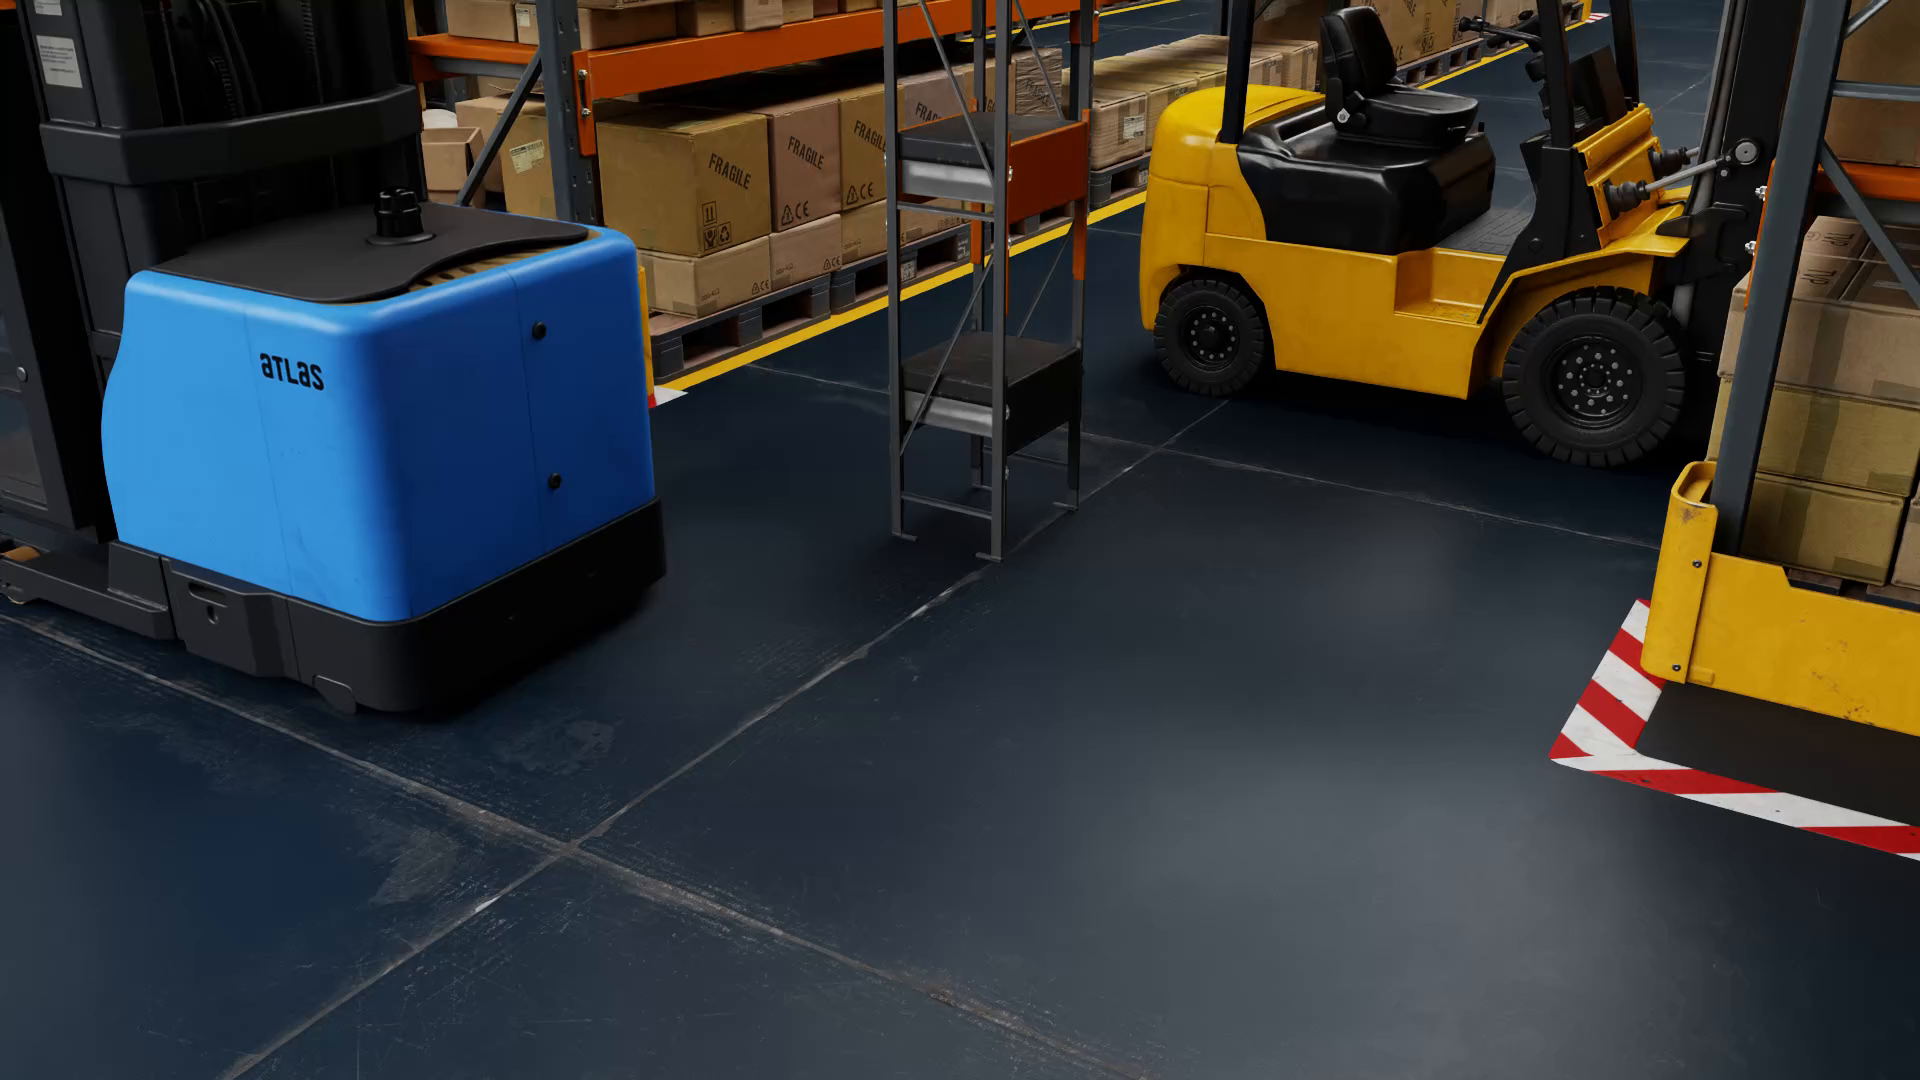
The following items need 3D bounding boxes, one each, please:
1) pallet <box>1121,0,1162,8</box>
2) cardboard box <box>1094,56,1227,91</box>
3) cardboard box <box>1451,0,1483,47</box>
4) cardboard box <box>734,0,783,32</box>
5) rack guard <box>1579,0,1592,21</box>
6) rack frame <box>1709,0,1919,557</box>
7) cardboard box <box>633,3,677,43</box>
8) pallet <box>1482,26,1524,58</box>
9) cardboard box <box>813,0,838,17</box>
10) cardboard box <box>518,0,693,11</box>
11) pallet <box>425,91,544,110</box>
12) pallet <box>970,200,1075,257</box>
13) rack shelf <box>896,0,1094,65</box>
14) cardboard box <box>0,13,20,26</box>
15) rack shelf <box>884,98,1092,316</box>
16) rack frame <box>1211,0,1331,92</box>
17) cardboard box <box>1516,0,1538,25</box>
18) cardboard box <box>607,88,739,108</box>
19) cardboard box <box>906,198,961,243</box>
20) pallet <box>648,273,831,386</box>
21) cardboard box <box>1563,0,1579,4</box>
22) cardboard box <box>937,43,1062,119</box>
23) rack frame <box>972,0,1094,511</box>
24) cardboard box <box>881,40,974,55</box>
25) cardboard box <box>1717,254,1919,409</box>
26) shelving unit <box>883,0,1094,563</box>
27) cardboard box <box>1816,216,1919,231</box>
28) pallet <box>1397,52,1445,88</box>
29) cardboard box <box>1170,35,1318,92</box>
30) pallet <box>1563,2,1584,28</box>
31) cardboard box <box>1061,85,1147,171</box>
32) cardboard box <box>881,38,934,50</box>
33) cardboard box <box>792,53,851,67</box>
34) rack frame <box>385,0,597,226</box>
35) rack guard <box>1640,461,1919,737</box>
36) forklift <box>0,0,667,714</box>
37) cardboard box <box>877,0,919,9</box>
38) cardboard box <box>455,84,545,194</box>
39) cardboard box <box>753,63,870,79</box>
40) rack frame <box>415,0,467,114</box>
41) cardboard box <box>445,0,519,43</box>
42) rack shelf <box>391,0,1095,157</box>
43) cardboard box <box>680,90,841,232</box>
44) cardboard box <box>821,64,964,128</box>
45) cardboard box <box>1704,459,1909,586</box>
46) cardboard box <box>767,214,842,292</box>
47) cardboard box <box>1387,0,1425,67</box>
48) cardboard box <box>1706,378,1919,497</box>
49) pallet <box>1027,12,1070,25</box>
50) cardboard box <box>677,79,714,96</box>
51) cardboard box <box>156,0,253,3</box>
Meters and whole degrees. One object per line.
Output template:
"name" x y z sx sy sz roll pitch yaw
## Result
"pallet" 1.866 -6.839 20.781 1.003 0.211 1.213 14 27 29
"cardboard box" 1.310 -3.000 11.184 0.950 0.372 0.625 15 28 31
"cardboard box" 4.254 -5.049 15.284 0.875 0.875 0.875 15 27 31
"cardboard box" -0.959 -2.200 6.873 0.380 0.149 0.250 14 27 30
"rack guard" 6.636 -6.269 19.101 1.175 0.500 0.348 14 27 29
"rack frame" 2.402 -0.968 3.711 1.000 3.000 0.127 14 27 29
"cardboard box" -1.340 -2.052 6.530 0.380 0.149 0.250 14 27 30
"pallet" 4.981 -5.018 16.576 1.003 0.211 1.213 14 27 29
"cardboard box" -0.762 -2.396 7.326 0.380 0.149 0.250 15 28 31
"cardboard box" -1.331 -2.292 6.267 0.500 0.500 0.500 13 27 28
"pallet" -3.622 -3.357 12.739 1.003 0.211 1.213 14 27 29
"pallet" -0.031 -1.844 9.243 1.003 0.211 1.213 14 27 29
"rack shelf" 0.087 -1.649 4.689 0.431 0.518 0.480 14 27 29
"cardboard box" -5.774 -2.471 9.328 0.875 0.875 0.875 14 27 29
"rack shelf" 0.087 -1.007 4.967 0.431 0.518 0.480 14 27 29
"rack frame" 2.403 -4.707 12.348 1.000 3.000 0.127 14 27 29
"cardboard box" 5.407 -5.566 17.028 0.875 0.438 0.875 13 27 27
"cardboard box" -1.343 -1.784 7.585 0.500 0.500 0.500 15 28 31
"cardboard box" -0.335 -1.680 8.287 0.500 0.250 0.500 14 27 30
"pallet" -1.318 -1.020 7.341 1.003 0.211 1.213 14 27 29
"cardboard box" 6.360 -6.181 18.448 0.875 0.438 0.875 13 27 27
"cardboard box" 0.209 -2.377 8.953 0.500 0.500 0.500 13 27 28
"rack frame" 0.216 -1.102 5.152 0.400 2.100 0.015 14 27 29
"cardboard box" -0.247 -2.490 9.214 0.500 0.500 0.500 15 28 31
"cardboard box" 2.380 -0.579 4.486 0.500 0.250 0.500 15 28 31
"shelving unit" 0.087 -1.019 4.962 0.431 2.100 0.503 14 27 29
"cardboard box" 2.902 -0.925 5.285 0.500 0.250 0.500 14 27 30
"pallet" 3.528 -4.088 14.428 1.003 0.211 1.213 14 27 29
"cardboard box" 2.097 -3.506 12.351 0.950 0.372 0.625 12 26 25
"pallet" 6.268 -5.842 18.478 1.003 0.211 1.213 14 27 29
"cardboard box" 0.568 -2.522 10.079 0.950 0.372 0.625 14 27 30
"cardboard box" -0.364 -2.758 9.017 0.380 0.149 0.250 14 27 30
"cardboard box" -0.773 -2.493 8.404 0.380 0.149 0.250 16 28 32
"rack frame" -1.816 -2.007 6.111 1.000 3.000 0.127 14 27 29
"rack guard" 2.390 0.187 4.189 1.175 0.500 0.348 14 27 29
"forklift" -2.388 -1.324 4.618 3.031 2.935 1.130 13 27 28
"cardboard box" -0.416 -2.552 7.685 0.380 0.149 0.250 14 27 29
"cardboard box" -2.555 -2.365 9.908 0.797 0.637 0.503 14 27 29
"cardboard box" -0.794 -2.132 8.388 0.500 0.500 0.500 15 28 32
"rack frame" -3.965 -4.361 11.547 1.000 3.000 0.127 14 27 29
"cardboard box" -1.801 -2.063 6.556 0.380 0.149 0.250 15 28 31
"rack shelf" -0.762 -2.352 7.814 1.077 0.370 4.000 14 27 29
"cardboard box" -0.872 -1.682 7.349 0.500 0.500 0.500 13 26 27
"cardboard box" -0.326 -2.032 8.157 0.500 0.500 0.500 15 28 32
"cardboard box" 2.382 -0.124 4.694 0.500 0.250 0.500 14 27 29
"cardboard box" -0.880 -1.323 7.464 0.500 0.250 0.500 15 28 31
"cardboard box" 3.312 -4.441 13.879 0.875 0.875 0.875 14 27 30
"cardboard box" 2.394 -0.359 4.606 0.500 0.250 0.500 13 27 28
"pallet" 0.579 -6.015 18.879 1.003 0.211 1.213 14 27 29
"cardboard box" -1.344 -2.127 7.560 0.380 0.149 0.250 14 27 30
"cardboard box" -4.829 -3.076 10.725 0.875 0.875 0.875 14 27 29
